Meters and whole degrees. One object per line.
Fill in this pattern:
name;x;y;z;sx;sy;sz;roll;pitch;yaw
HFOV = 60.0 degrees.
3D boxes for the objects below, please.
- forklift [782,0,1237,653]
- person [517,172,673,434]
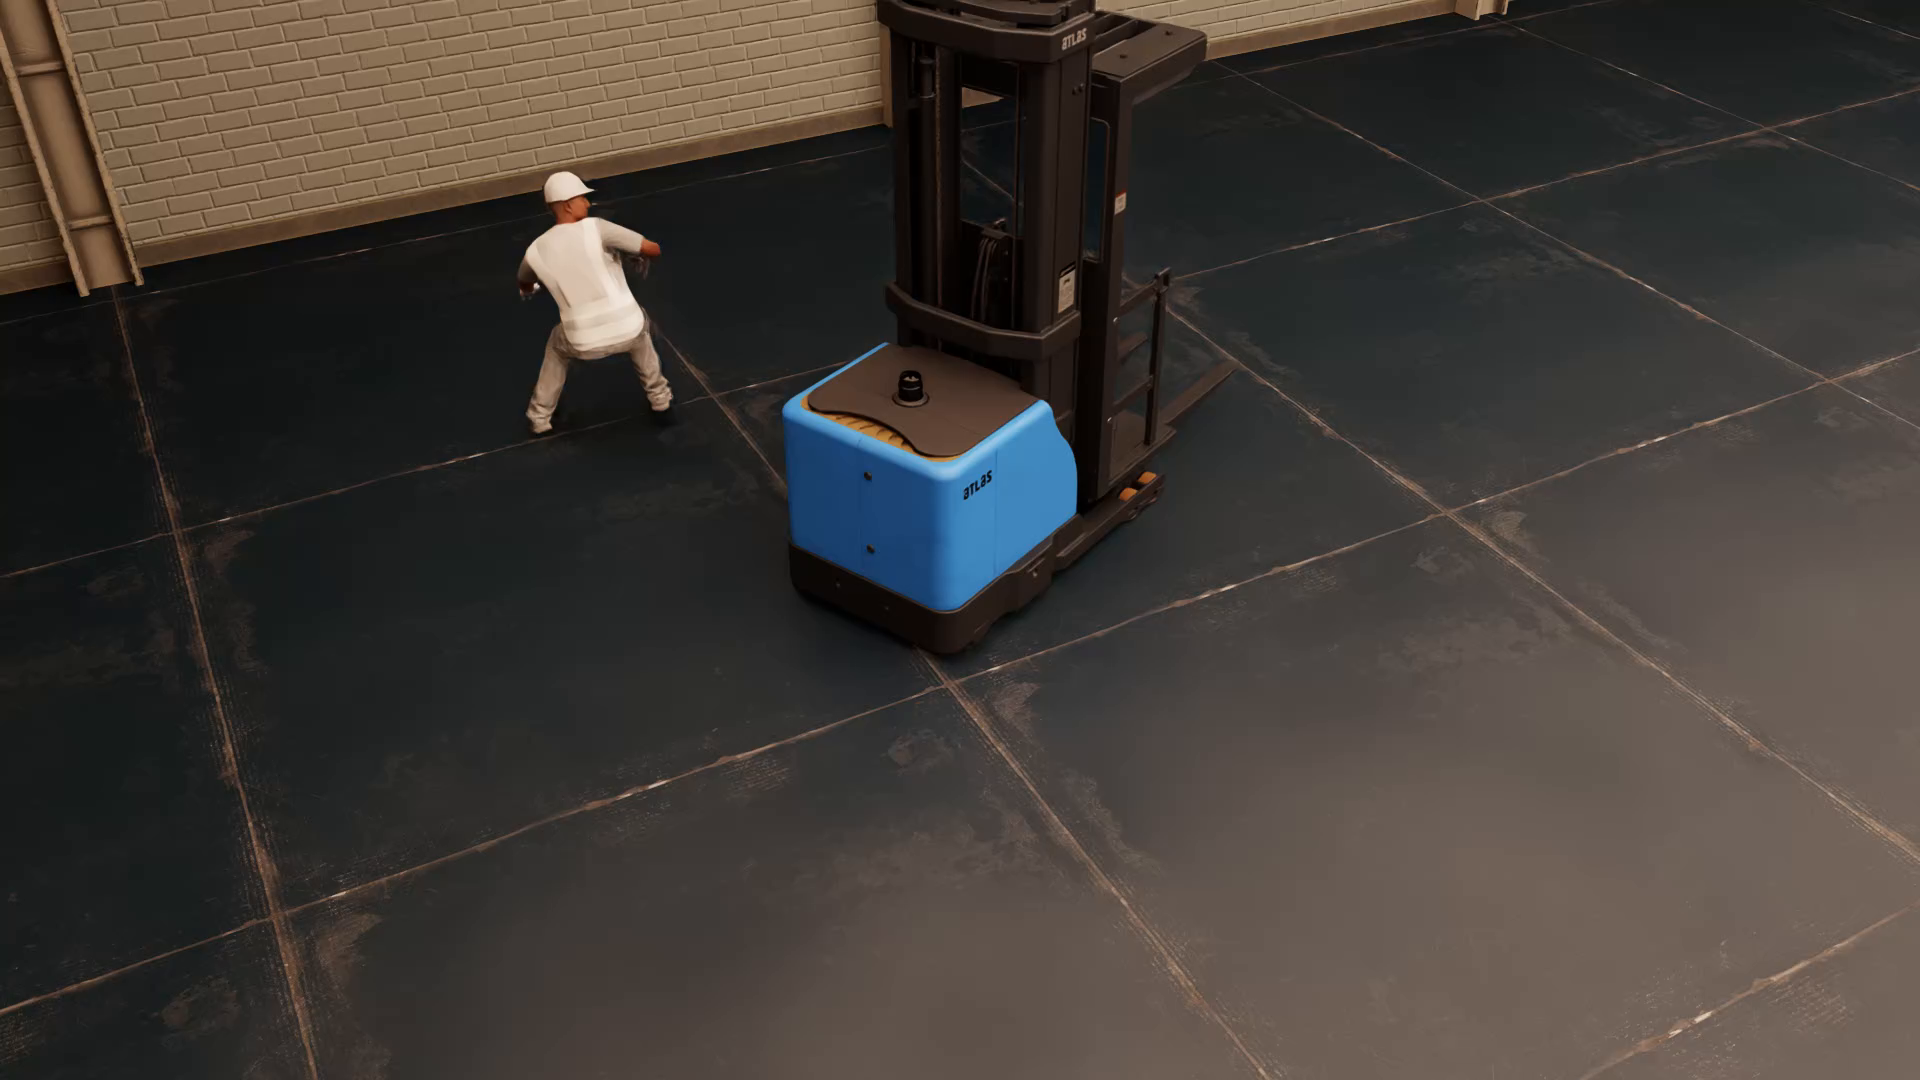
forklift;0.446;-1.462;8.191;1.130;2.935;3.031;24;42;29
person;-2.067;-1.307;9.256;0.865;1.528;0.877;-6;36;-8
